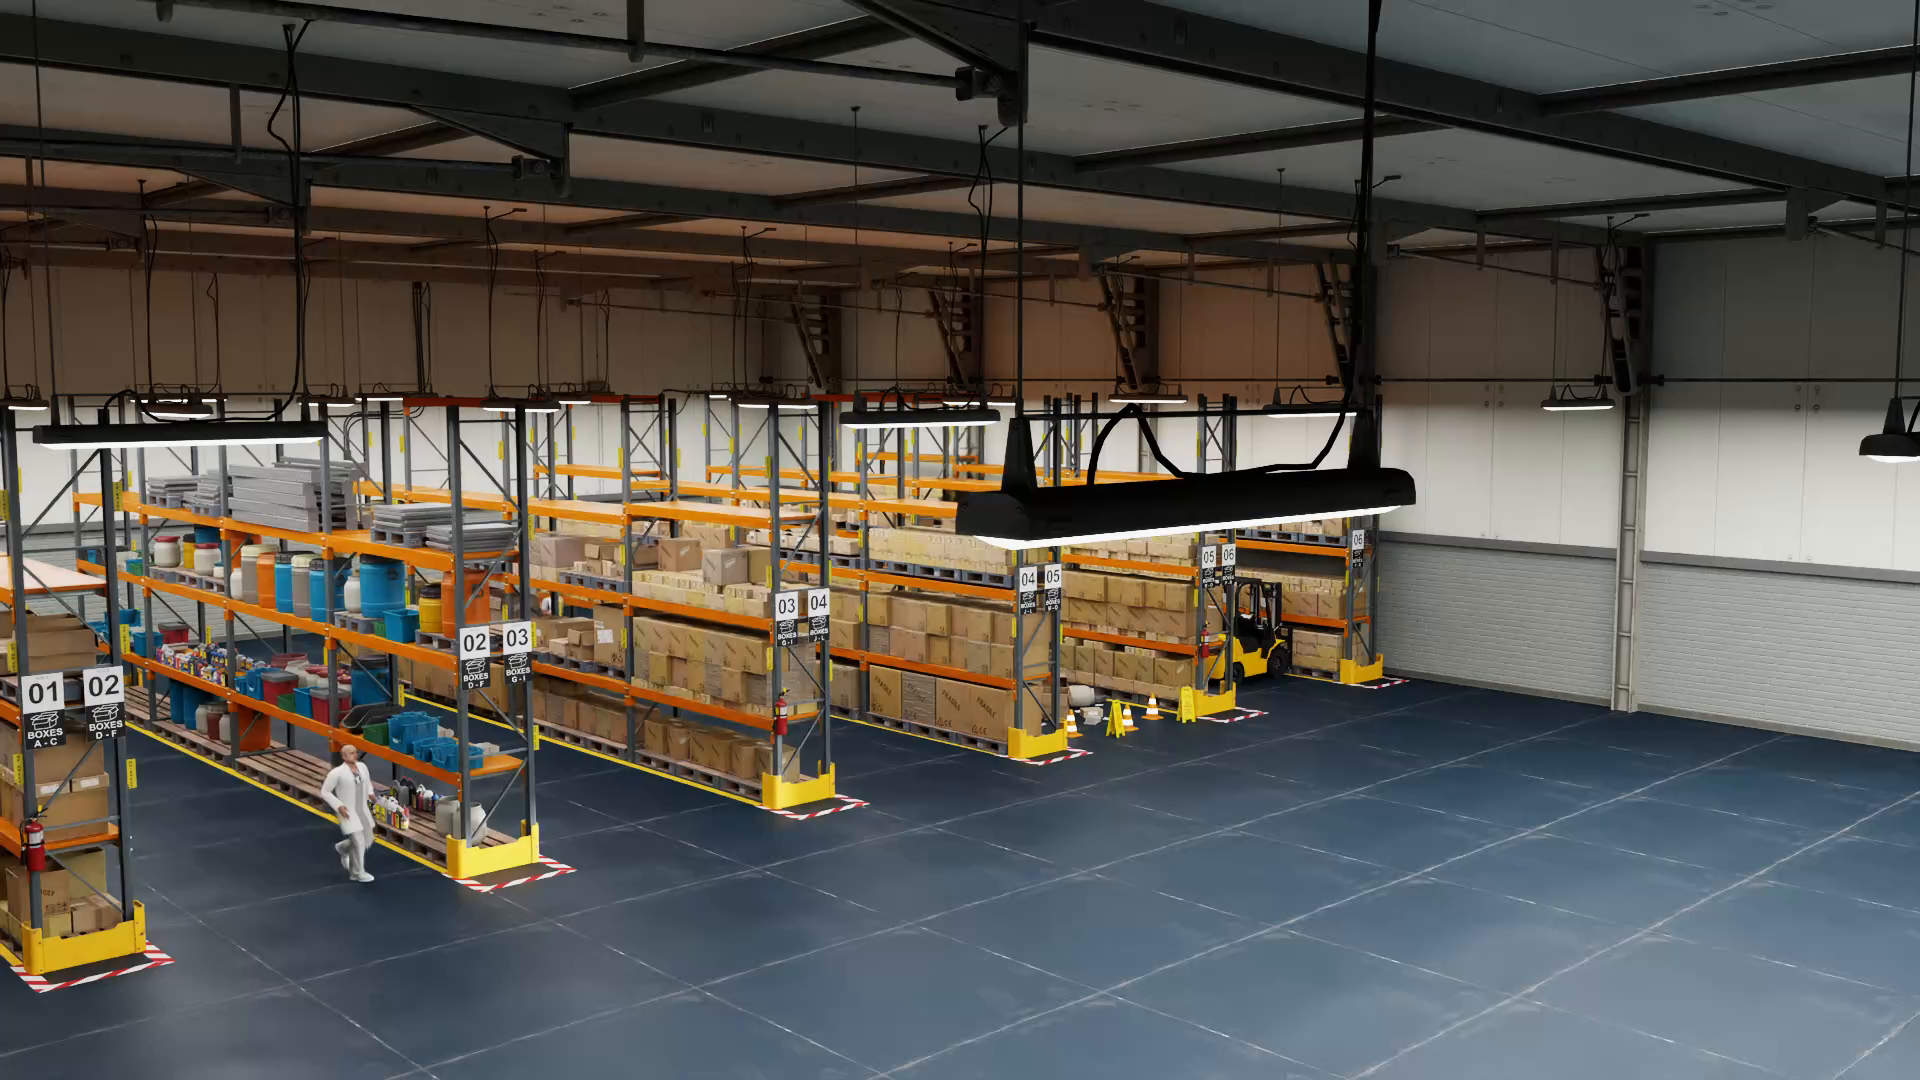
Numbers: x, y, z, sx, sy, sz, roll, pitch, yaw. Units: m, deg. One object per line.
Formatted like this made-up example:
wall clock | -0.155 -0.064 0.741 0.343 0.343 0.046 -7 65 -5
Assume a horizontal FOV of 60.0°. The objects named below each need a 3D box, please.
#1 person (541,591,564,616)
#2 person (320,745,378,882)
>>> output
person | -8.958 1.894 36.701 0.796 1.851 0.704 5 8 44
person | -7.702 3.436 20.982 0.724 1.734 0.704 3 6 30
